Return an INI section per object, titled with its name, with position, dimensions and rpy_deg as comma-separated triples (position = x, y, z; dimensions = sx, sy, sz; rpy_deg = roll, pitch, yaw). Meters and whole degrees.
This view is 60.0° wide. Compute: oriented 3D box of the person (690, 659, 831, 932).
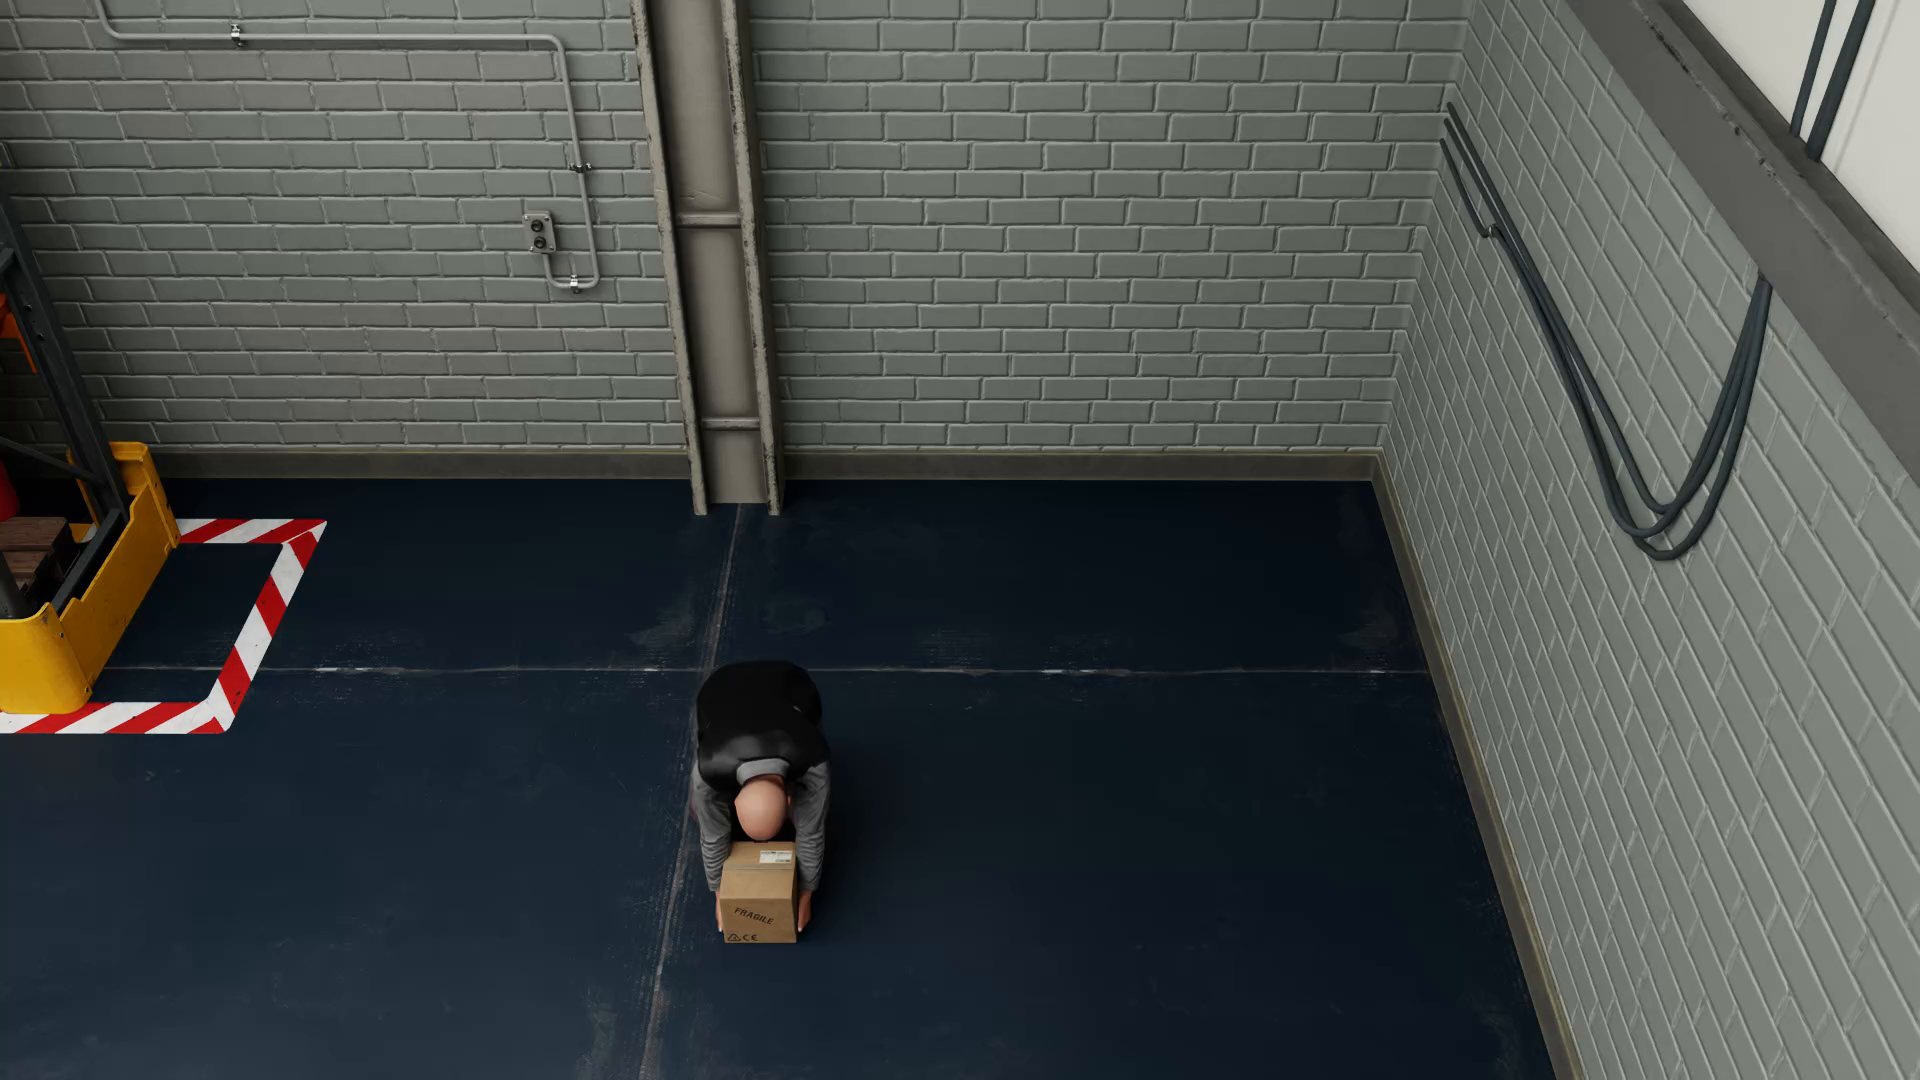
[person]
position = -0.697, 0.882, 5.904
dimensions = 0.507, 0.819, 0.920
rpy_deg = -1, 39, -1
